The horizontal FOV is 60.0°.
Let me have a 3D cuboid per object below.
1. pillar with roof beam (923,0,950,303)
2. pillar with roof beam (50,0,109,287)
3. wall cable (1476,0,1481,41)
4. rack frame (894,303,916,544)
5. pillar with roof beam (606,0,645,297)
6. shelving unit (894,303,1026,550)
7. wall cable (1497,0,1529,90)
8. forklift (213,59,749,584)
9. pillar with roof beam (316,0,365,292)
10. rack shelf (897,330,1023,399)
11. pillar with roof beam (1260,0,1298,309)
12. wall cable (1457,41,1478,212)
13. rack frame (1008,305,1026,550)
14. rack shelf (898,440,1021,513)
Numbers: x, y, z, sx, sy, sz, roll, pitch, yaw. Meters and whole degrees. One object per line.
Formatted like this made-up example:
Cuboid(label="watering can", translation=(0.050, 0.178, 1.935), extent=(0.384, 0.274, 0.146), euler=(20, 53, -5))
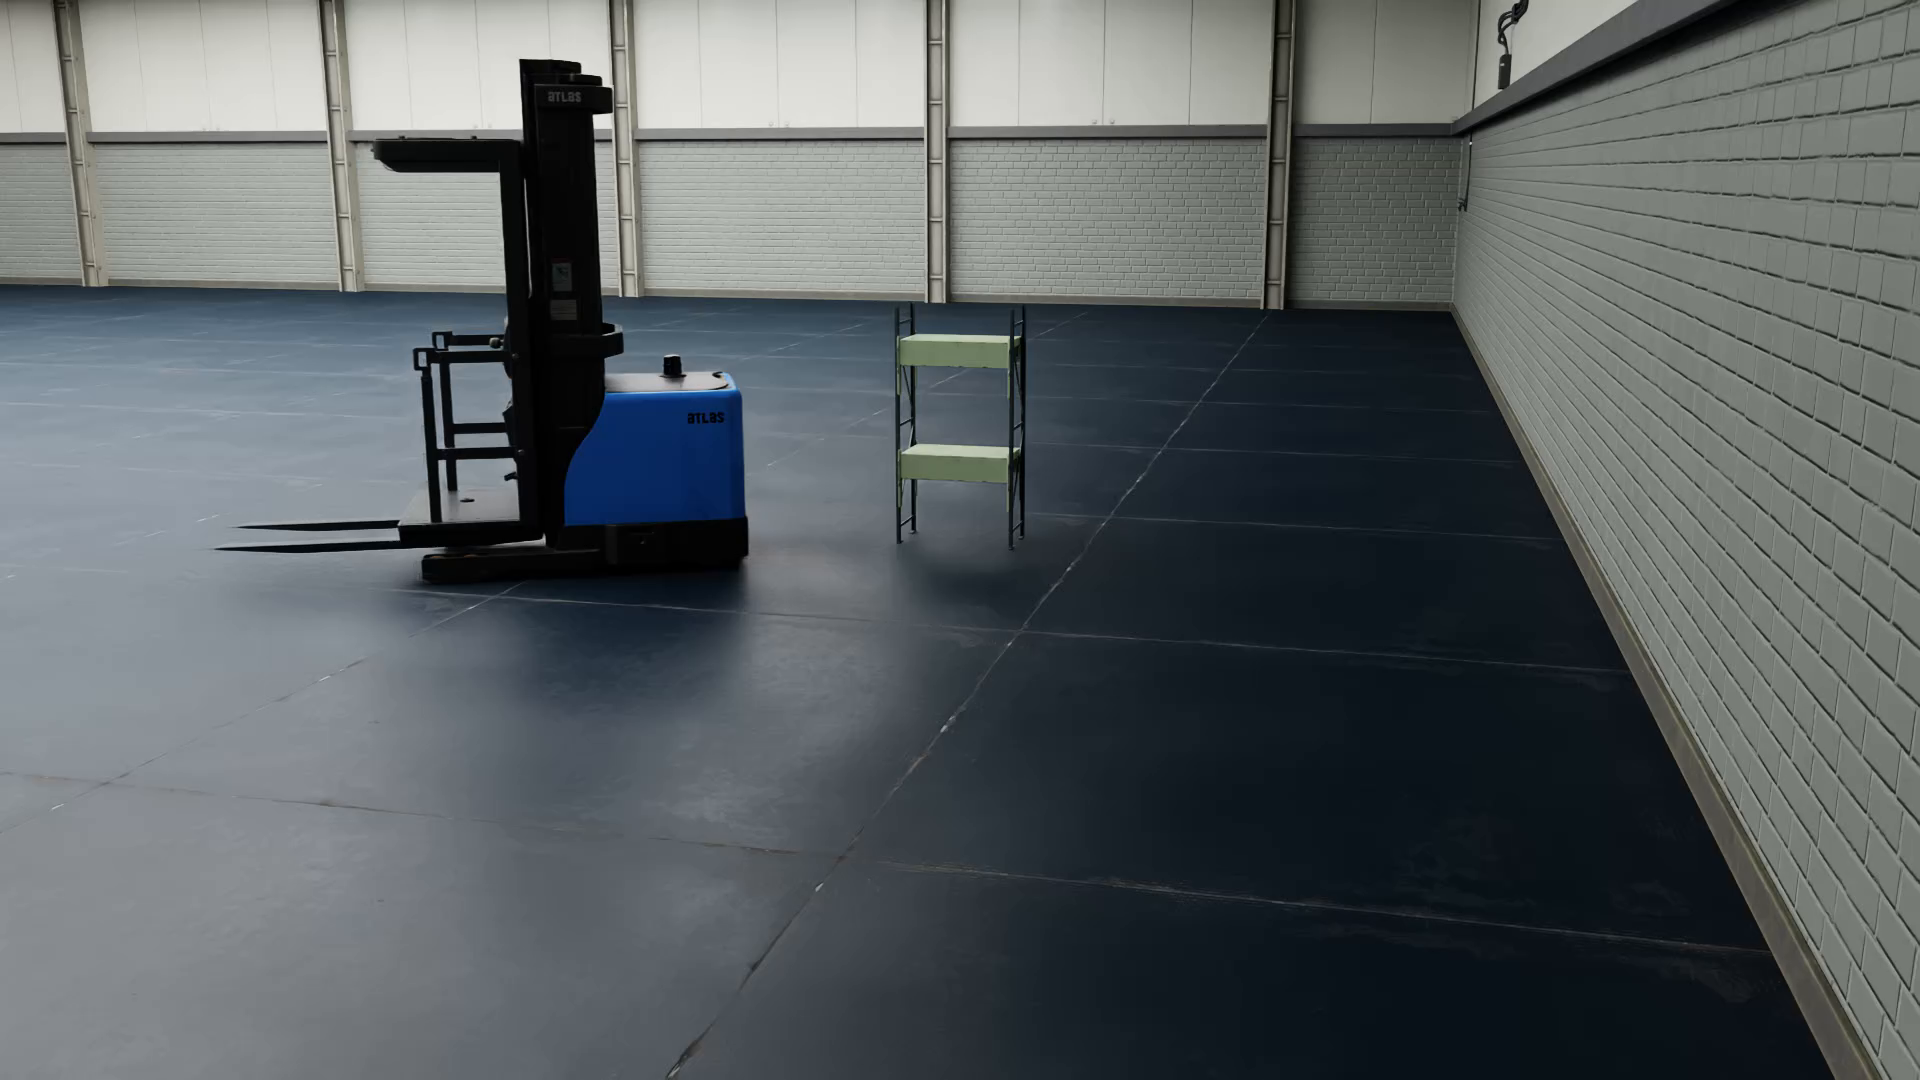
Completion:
Cuboid(label="pillar with roof beam", translation=(-1.442, -7.810, 25.161), extent=(0.400, 9.000, 9.100), euler=(3, 13, 14))
Cuboid(label="pillar with roof beam", translation=(-18.917, -8.744, 29.371), extent=(0.400, 9.000, 9.100), euler=(3, 13, 14))
Cuboid(label="wall cable", translation=(7.310, -8.354, 23.121), extent=(0.112, 2.526, 3.097), euler=(3, 13, 14))
Cuboid(label="rack frame", translation=(-0.349, -0.751, 10.655), extent=(0.023, 1.500, 0.400), euler=(3, 13, 14))
Cuboid(label="pillar with roof beam", translation=(-7.267, -8.122, 26.564), extent=(0.400, 9.000, 9.100), euler=(3, 13, 14))
Cuboid(label="shelving unit", translation=(0.006, -0.732, 10.570), extent=(0.755, 1.500, 0.431), euler=(3, 13, 14))
Cuboid(label="wall cable", translation=(5.669, -7.638, 16.533), extent=(0.169, 6.003, 2.305), euler=(3, 13, 14))
Cuboid(label="forklift", translation=(-2.842, -1.300, 9.826), extent=(3.031, 2.935, 1.130), euler=(-3, 13, -11))
Cuboid(label="pillar with roof beam", translation=(-13.092, -8.433, 27.968), extent=(0.400, 9.000, 9.100), euler=(3, 13, 14))
Cuboid(label="rack shelf", translation=(0.006, -1.113, 10.485), extent=(0.720, 0.370, 0.431), euler=(3, 13, 14))
Cuboid(label="pillar with roof beam", translation=(4.384, -7.499, 23.758), extent=(0.400, 9.000, 9.100), euler=(3, 13, 14))
Cuboid(label="wall cable", translation=(7.958, -6.457, 26.232), extent=(0.112, 2.526, 3.097), euler=(3, 13, 14))
Cuboid(label="rack frame", translation=(0.362, -0.713, 10.484), extent=(0.023, 1.500, 0.400), euler=(3, 13, 14))
Cuboid(label="rack shelf", translation=(0.006, -0.414, 10.640), extent=(0.720, 0.370, 0.431), euler=(3, 13, 14))
